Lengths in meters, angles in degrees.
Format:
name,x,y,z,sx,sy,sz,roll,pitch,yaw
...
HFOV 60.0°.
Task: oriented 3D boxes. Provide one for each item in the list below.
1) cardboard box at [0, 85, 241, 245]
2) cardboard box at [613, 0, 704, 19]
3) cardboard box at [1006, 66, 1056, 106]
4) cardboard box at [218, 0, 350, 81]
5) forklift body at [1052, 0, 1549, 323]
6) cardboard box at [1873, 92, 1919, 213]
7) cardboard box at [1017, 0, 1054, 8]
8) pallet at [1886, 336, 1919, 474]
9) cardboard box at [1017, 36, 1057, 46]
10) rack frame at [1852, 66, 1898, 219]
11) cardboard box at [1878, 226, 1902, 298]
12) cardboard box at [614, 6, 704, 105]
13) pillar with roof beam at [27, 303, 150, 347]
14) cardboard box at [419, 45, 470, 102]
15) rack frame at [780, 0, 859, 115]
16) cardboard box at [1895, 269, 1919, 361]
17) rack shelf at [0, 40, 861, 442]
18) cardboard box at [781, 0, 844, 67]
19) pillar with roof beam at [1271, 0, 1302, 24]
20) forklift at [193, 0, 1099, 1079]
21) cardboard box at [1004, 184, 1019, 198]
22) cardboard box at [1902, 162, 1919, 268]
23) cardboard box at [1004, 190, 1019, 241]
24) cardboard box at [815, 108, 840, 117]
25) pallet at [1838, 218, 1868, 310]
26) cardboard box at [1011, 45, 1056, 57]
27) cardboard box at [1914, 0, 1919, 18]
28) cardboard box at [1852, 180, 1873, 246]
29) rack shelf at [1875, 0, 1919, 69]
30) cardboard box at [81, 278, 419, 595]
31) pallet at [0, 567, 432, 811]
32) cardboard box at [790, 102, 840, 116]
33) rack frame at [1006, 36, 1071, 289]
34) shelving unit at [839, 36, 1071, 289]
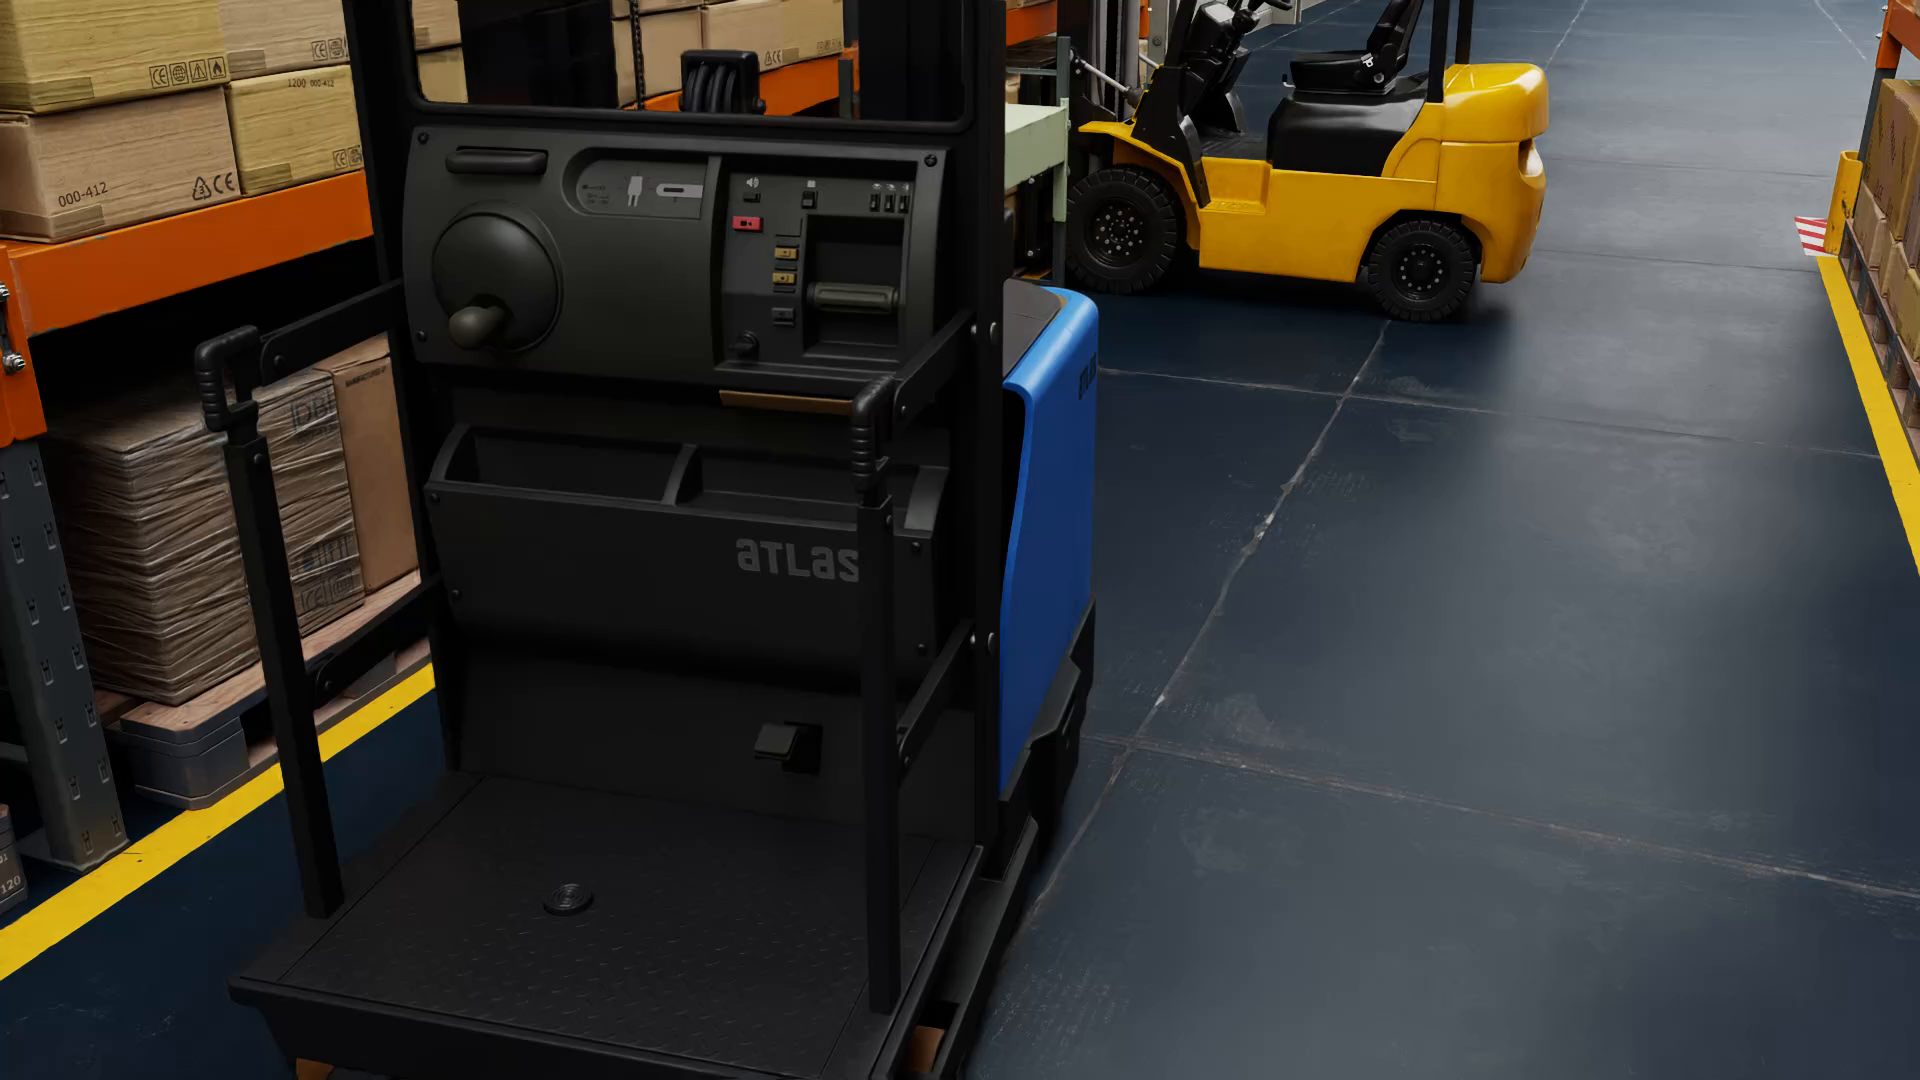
name,x,y,z,sx,sy,sz,roll,pitch,yaw
cardboard box,-1.912,-0.817,3.509,0.500,0.250,0.500,9,24,20
cardboard box,-1.143,-1.776,5.156,0.500,0.250,0.500,9,24,21
cardboard box,0.228,-2.257,8.486,0.500,0.250,0.500,8,24,19
cardboard box,-1.725,-1.227,3.842,0.500,0.250,0.500,10,25,22
forklift body,1.657,-2.294,7.952,2.313,2.155,1.214,9,24,20
cardboard box,4.523,-1.742,7.578,0.500,0.500,0.500,8,24,18
cardboard box,0.161,-2.909,8.192,0.500,0.500,0.500,9,24,20
pallet,4.008,-0.444,6.038,1.003,0.211,1.213,9,24,20
cardboard box,0.313,-2.867,9.947,0.500,0.250,0.500,8,24,19
rack frame,5.277,-2.916,8.340,1.000,3.000,0.127,9,24,20
cardboard box,4.333,-1.214,7.286,0.500,0.250,0.500,11,25,24
cardboard box,-1.157,-1.553,5.271,0.500,0.250,0.500,9,24,20
pillar with roof beam,1.340,-3.510,1.978,9.100,9.000,0.400,9,24,20
cardboard box,-1.536,-1.182,4.382,0.500,0.250,0.500,8,24,18
rack frame,-0.818,-2.194,6.611,1.000,3.000,0.127,9,24,20
cardboard box,3.950,-0.852,6.420,0.500,0.250,0.500,8,24,19
rack shelf,-1.561,-1.146,5.036,1.077,0.370,4.000,9,24,20
cardboard box,-0.763,-1.907,6.119,0.500,0.250,0.500,9,24,21
pillar with roof beam,8.026,-9.952,17.399,9.100,9.000,0.400,9,24,20
forklift,-0.529,-0.445,2.513,1.130,2.935,3.031,6,23,13
cardboard box,0.031,-1.837,8.131,0.500,0.250,0.500,9,24,20
cardboard box,4.138,-1.371,6.690,0.500,0.500,0.500,10,25,23
cardboard box,0.019,-1.615,8.247,0.500,0.250,0.500,9,24,21
cardboard box,-0.347,-1.709,7.174,0.500,0.250,0.500,8,24,19
pallet,4.915,-1.317,8.128,1.003,0.211,1.213,9,24,20
cardboard box,0.602,-2.619,9.353,0.500,0.250,0.500,9,24,21
cardboard box,4.568,-2.448,7.546,0.380,0.149,0.250,9,24,21
cardboard box,4.721,-1.592,8.193,0.500,0.250,0.500,9,24,20
rack shelf,4.534,-1.869,6.765,1.077,0.370,4.000,9,24,20
cardboard box,-1.824,-0.317,4.653,0.875,0.625,0.625,10,25,22
pallet,-1.962,0.235,4.414,1.003,0.211,1.213,9,24,20
cardboard box,-0.815,-1.784,7.355,0.500,0.250,0.500,9,24,21
rack frame,0.138,-0.825,5.280,0.400,1.500,0.023,9,24,20
shelving unit,0.002,-0.694,4.967,0.431,1.500,0.755,9,24,20
